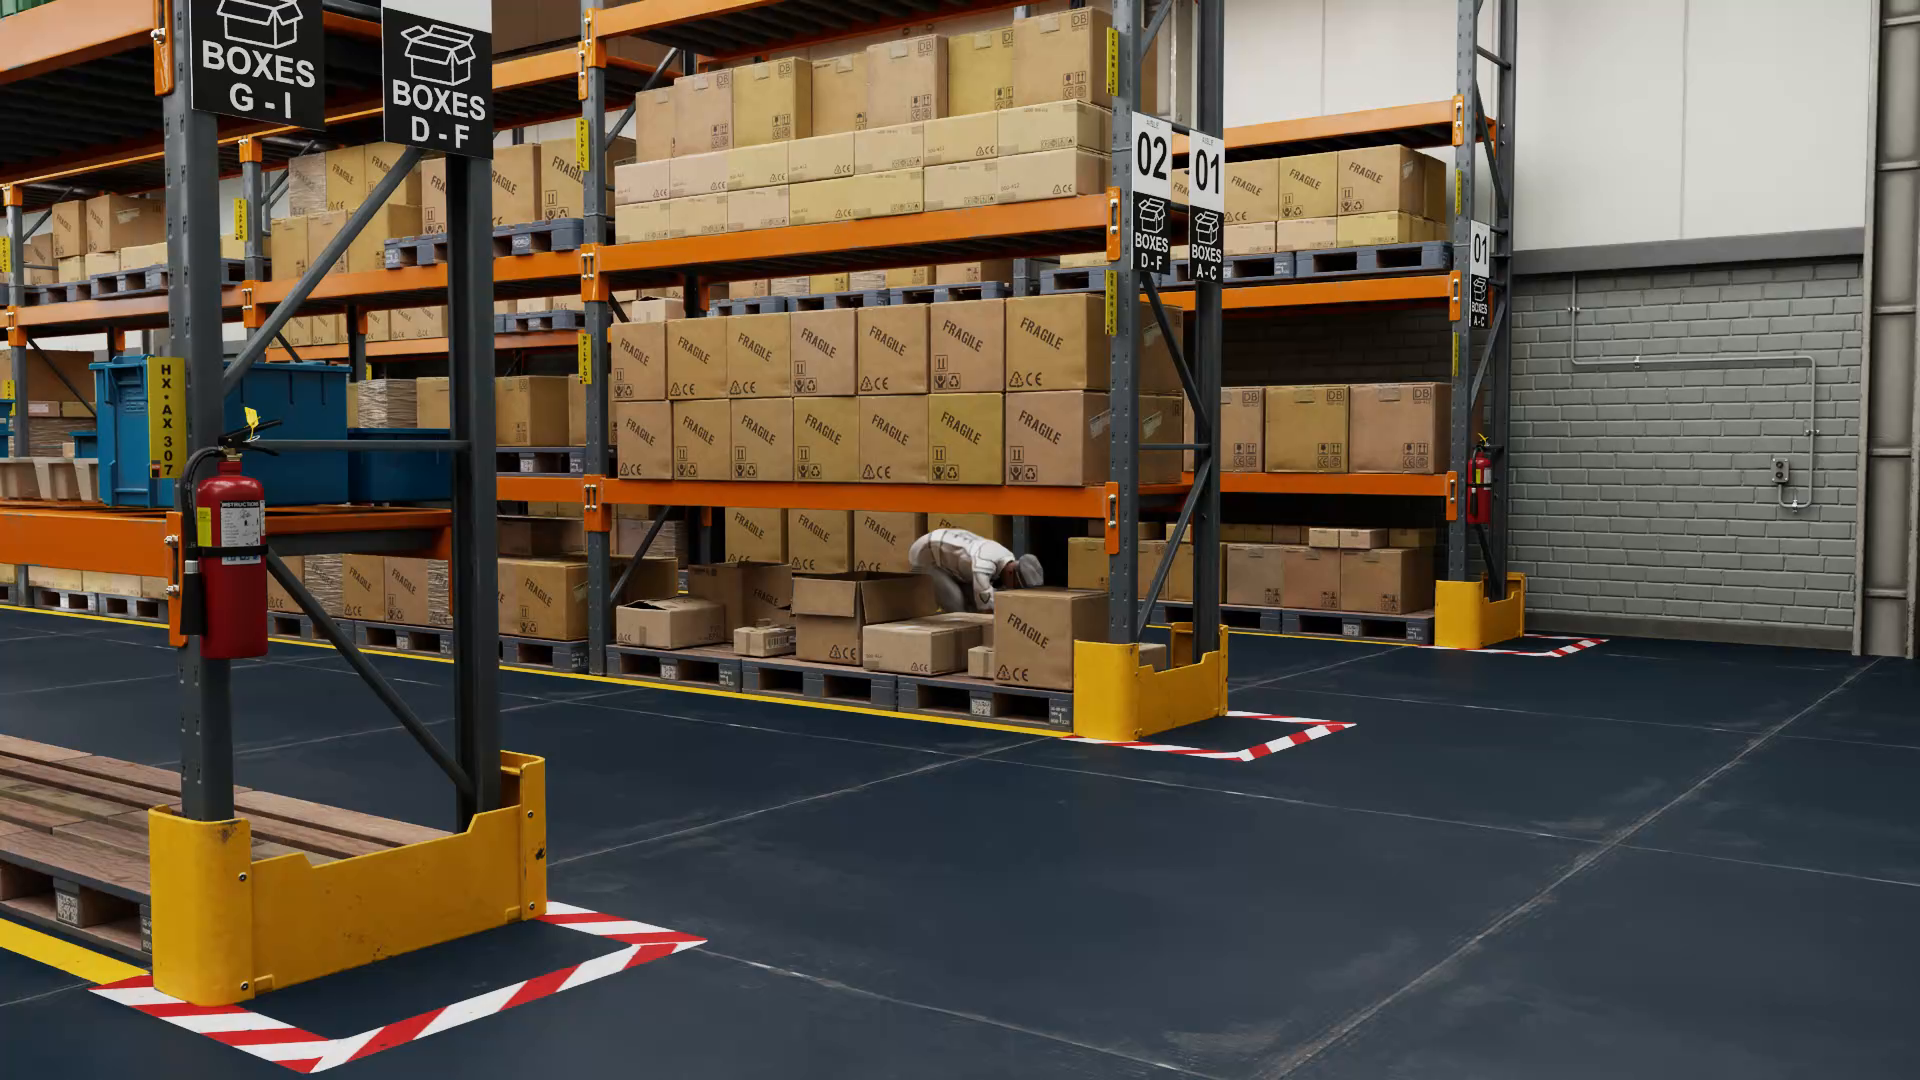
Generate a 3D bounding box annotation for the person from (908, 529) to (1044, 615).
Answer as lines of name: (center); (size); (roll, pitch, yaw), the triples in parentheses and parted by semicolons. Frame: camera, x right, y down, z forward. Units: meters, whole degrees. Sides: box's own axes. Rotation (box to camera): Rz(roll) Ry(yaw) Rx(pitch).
person: (0.117, 0.394, 11.590); (1.023, 0.939, 0.539); (2, 4, 37)
